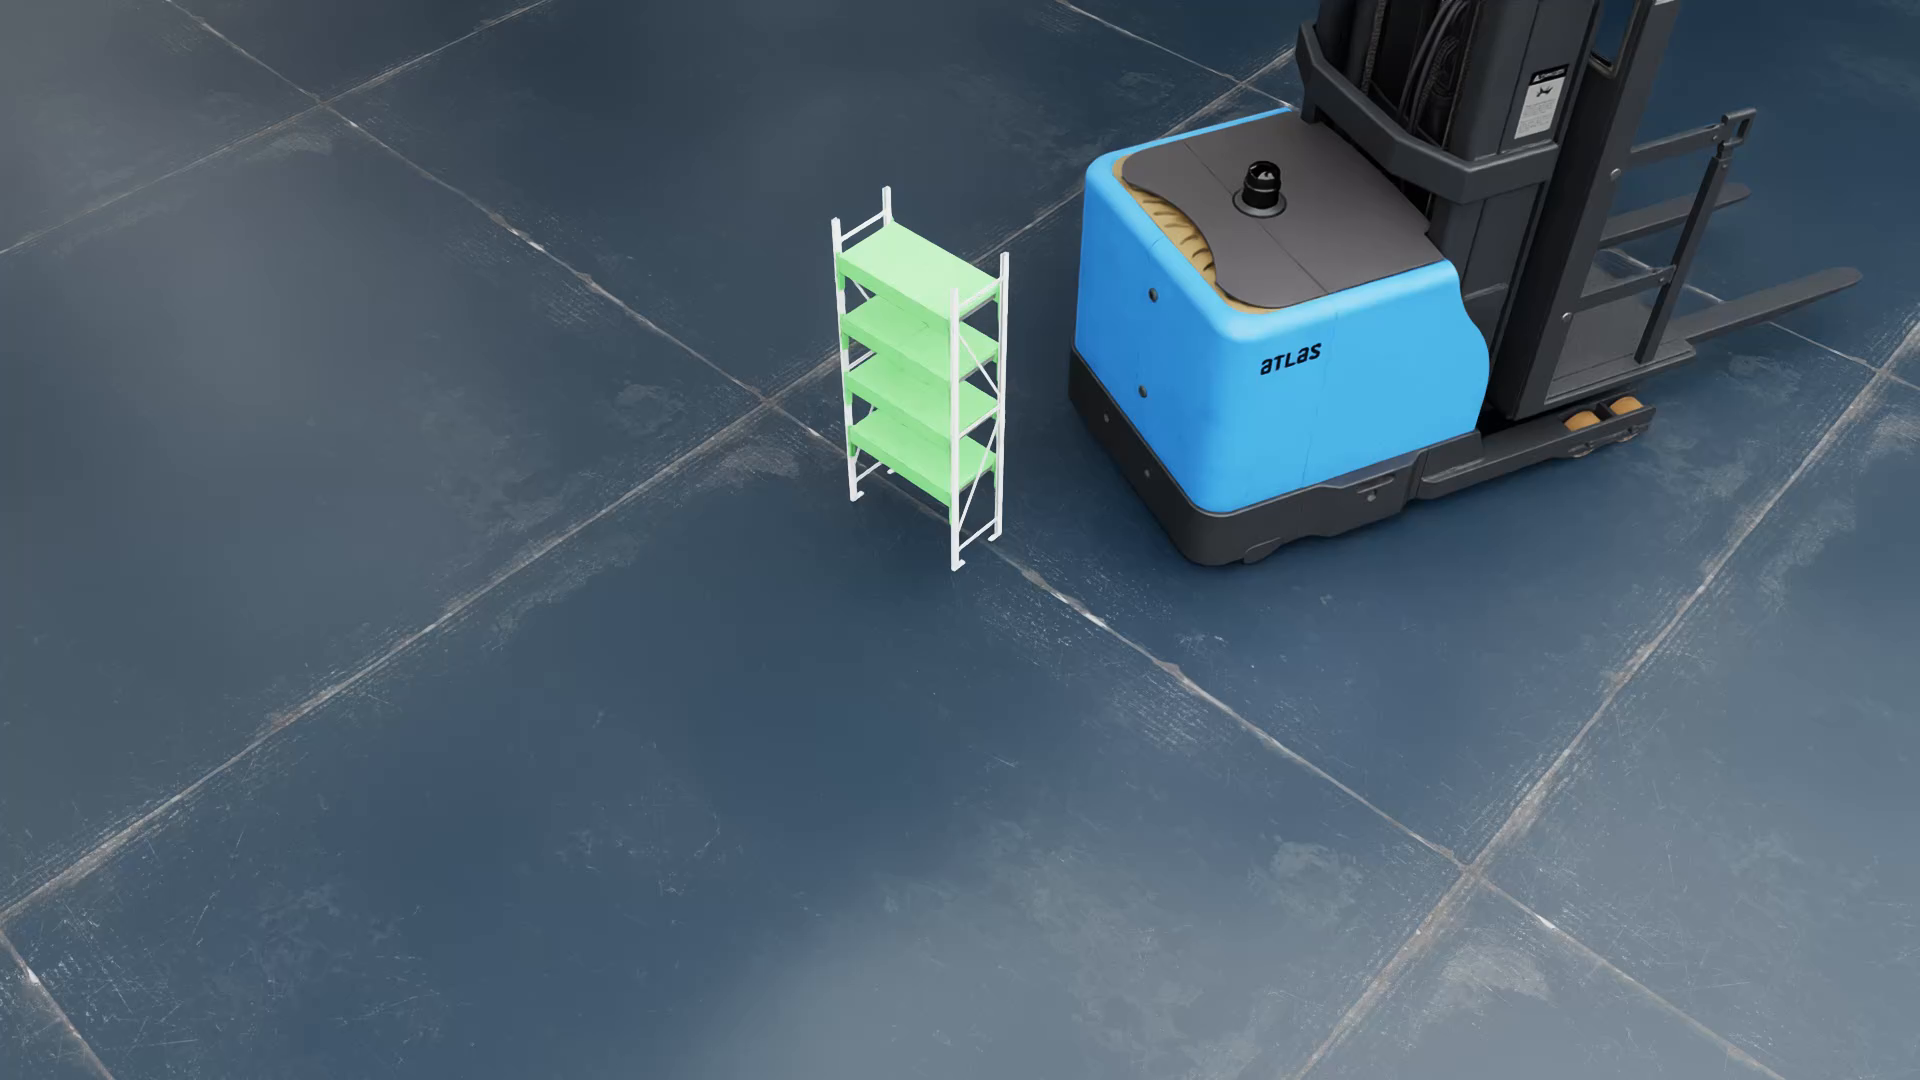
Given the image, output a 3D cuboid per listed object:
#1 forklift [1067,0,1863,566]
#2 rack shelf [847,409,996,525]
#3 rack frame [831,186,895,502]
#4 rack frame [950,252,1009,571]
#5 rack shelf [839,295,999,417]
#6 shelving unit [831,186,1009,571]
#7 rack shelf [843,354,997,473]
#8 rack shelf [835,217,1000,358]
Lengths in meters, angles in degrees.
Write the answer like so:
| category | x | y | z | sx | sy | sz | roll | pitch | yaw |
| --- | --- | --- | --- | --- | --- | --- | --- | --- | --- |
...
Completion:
| category | x | y | z | sx | sy | sz | roll | pitch | yaw |
| --- | --- | --- | --- | --- | --- | --- | --- | --- | --- |
| forklift | 1.961 | -1.640 | 5.280 | 3.031 | 2.935 | 1.130 | -18 | 49 | -16 |
| rack shelf | -0.122 | -0.285 | 5.611 | 0.480 | 0.148 | 0.258 | 34 | 55 | 28 |
| rack frame | -0.301 | -0.613 | 5.503 | 0.015 | 1.200 | 0.240 | 34 | 55 | 28 |
| rack frame | 0.058 | -0.372 | 5.276 | 0.015 | 1.200 | 0.240 | 34 | 55 | 28 |
| rack shelf | -0.122 | -0.613 | 5.261 | 0.480 | 0.148 | 0.258 | 34 | 55 | 28 |
| shelving unit | -0.122 | -0.493 | 5.389 | 0.503 | 1.200 | 0.258 | 34 | 55 | 28 |
| rack shelf | -0.122 | -0.449 | 5.436 | 0.480 | 0.148 | 0.258 | 34 | 55 | 28 |
| rack shelf | -0.122 | -0.777 | 5.086 | 0.480 | 0.148 | 0.258 | 34 | 55 | 28 |
